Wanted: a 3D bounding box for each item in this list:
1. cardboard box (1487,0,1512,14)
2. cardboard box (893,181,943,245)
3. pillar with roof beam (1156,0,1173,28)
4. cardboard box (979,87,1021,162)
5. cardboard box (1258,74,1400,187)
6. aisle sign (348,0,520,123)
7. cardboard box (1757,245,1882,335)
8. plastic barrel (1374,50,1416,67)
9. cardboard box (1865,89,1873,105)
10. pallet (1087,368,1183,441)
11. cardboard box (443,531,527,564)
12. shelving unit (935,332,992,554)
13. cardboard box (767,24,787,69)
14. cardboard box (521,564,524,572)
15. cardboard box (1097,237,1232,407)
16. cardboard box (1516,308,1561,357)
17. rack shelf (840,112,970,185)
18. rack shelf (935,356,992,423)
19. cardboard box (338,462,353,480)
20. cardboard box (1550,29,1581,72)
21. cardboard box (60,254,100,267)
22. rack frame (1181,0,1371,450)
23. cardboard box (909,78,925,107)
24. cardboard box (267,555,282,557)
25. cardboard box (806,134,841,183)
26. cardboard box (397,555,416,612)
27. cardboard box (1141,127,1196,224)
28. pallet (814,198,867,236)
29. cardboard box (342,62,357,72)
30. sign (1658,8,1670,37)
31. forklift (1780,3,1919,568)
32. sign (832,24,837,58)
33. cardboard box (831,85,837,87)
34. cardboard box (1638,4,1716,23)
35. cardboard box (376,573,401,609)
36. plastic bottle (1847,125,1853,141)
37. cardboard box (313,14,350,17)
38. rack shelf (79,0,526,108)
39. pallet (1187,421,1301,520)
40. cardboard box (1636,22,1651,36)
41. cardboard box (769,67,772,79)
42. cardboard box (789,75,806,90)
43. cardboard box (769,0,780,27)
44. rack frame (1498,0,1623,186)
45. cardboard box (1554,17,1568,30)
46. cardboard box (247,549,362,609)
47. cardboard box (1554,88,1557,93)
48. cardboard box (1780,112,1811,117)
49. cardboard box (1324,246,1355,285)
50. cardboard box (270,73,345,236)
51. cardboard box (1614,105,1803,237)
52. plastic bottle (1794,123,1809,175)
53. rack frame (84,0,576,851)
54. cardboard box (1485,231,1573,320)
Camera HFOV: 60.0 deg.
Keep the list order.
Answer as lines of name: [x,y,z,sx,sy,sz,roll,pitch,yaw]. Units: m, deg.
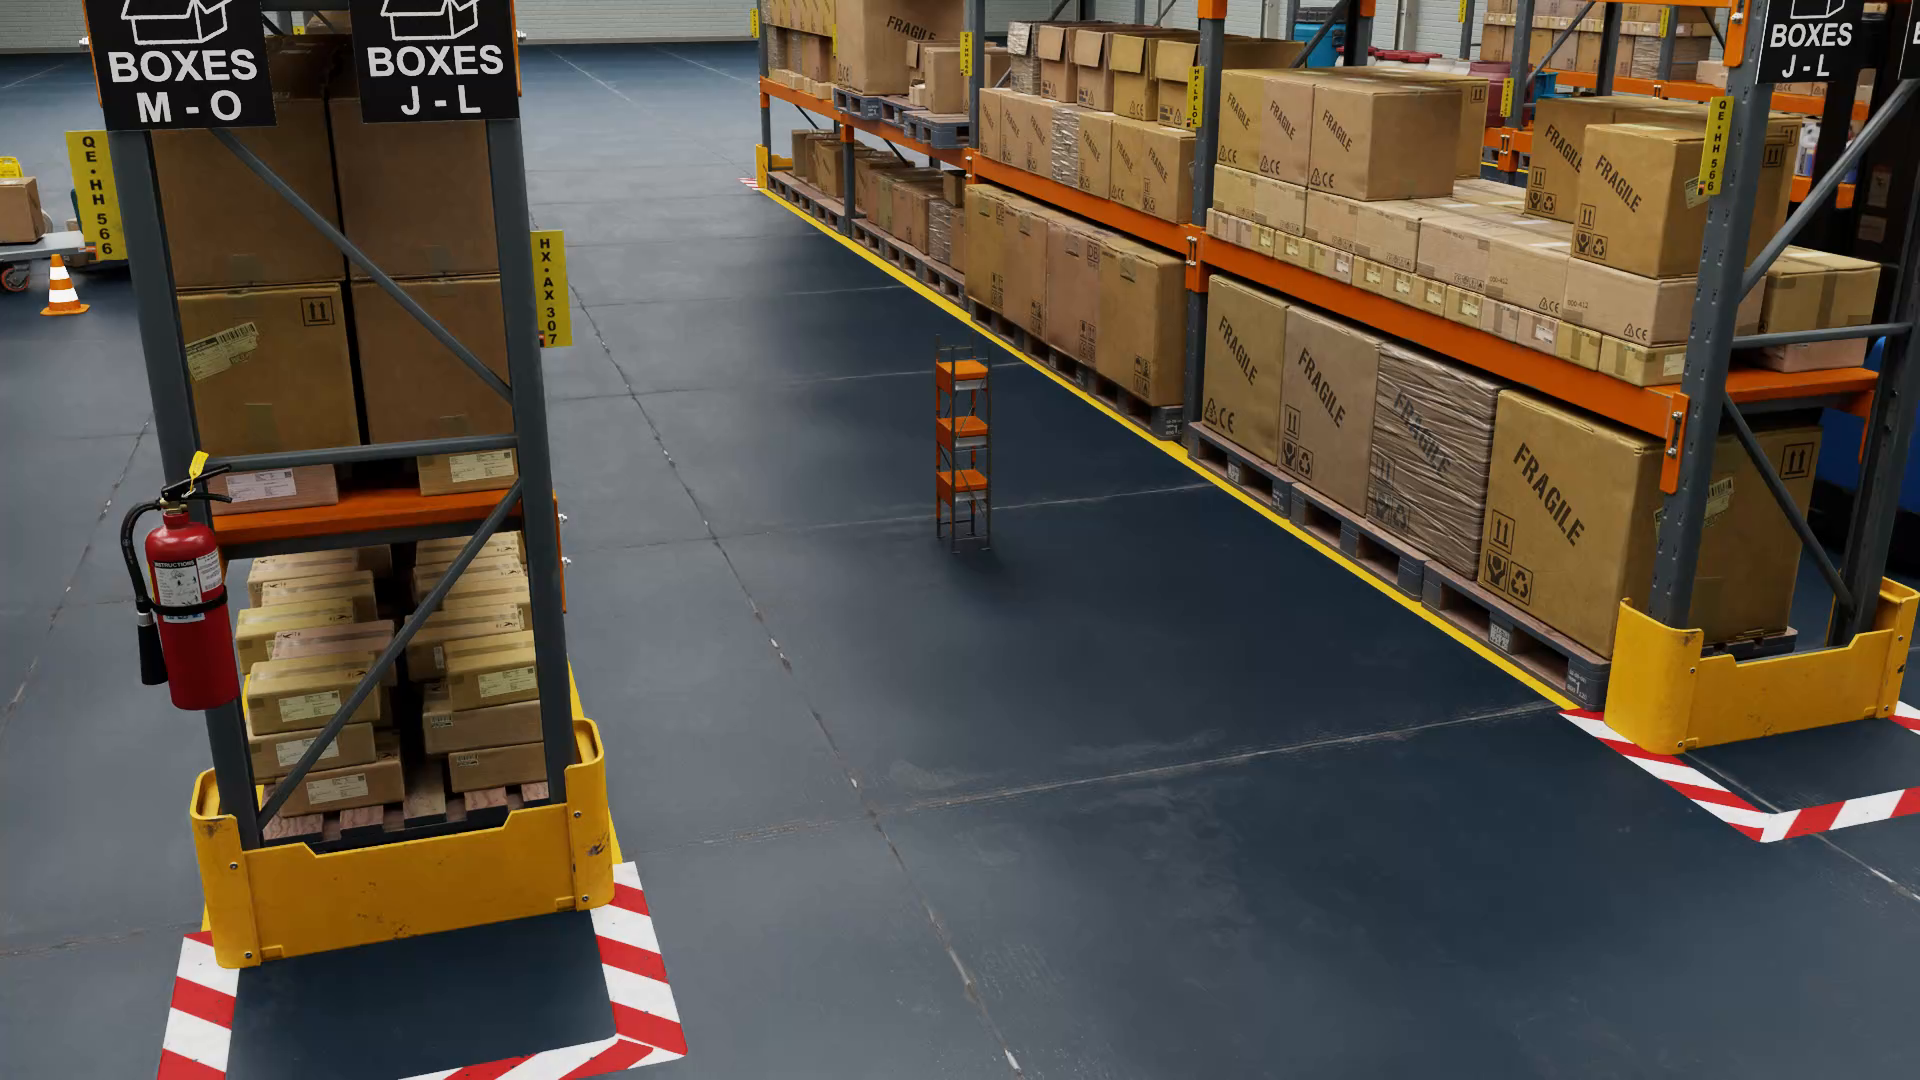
cardboard box: [7.606,-7.404,22.527,0.700,0.500,0.500,-6,21,-17]
cardboard box: [-0.213,-3.077,15.592,0.700,0.500,0.500,-8,21,-22]
pillar with roof beam: [1.567,-17.378,43.485,9.100,9.000,0.400,-6,21,-17]
cardboard box: [0.458,-3.159,12.625,0.500,0.500,0.500,-6,21,-16]
cardboard box: [1.876,-2.095,8.485,0.500,0.500,0.500,-6,21,-17]
aisle sign: [-1.355,-1.466,4.216,0.394,0.787,0.004,-6,21,-17]
cardboard box: [3.183,-0.981,6.493,0.500,0.250,0.500,-7,21,-19]
plastic barrel: [4.331,-4.604,16.597,0.433,0.535,0.433,0,20,0]
cardboard box: [9.424,-4.489,16.848,0.380,0.149,0.250,-6,21,-17]
pallet: [1.507,-0.940,10.721,1.003,0.211,1.213,-6,21,-17]
cardboard box: [-1.937,0.005,6.681,0.380,0.149,0.250,-6,21,-16]
shelving unit: [0.017,-0.477,8.191,0.215,1.050,0.252,-6,21,-17]
cardboard box: [-1.804,-5.871,19.737,0.875,0.500,0.500,-6,21,-17]
cardboard box: [-2.022,0.212,6.984,0.380,0.149,0.250,-6,21,-17]
cardboard box: [1.601,-1.414,10.437,1.225,0.875,0.875,-6,21,-17]
cardboard box: [2.492,-0.855,6.730,0.380,0.149,0.250,-6,21,-17]
rack shelf: [-0.065,-3.600,15.065,1.077,0.370,4.000,-6,21,-17]
rack shelf: [0.017,-0.734,8.099,0.215,0.259,0.240,-6,21,-17]
cardboard box: [-2.076,-0.275,5.116,0.380,0.149,0.250,-6,21,-17]
cardboard box: [8.078,-6.314,21.411,0.700,0.500,0.500,-6,21,-16]
cardboard box: [-8.320,-2.730,15.624,0.396,0.266,0.258,12,23,30]
rack frame: [1.821,-2.013,9.583,1.000,3.000,0.127,-6,21,-17]
cardboard box: [-0.217,-3.937,14.518,0.396,0.266,0.258,-7,21,-19]
cardboard box: [-2.615,0.129,6.775,0.380,0.149,0.250,-6,21,-17]
cardboard box: [-1.550,-4.495,19.569,0.500,0.500,0.500,-1,20,-3]
cardboard box: [-2.052,0.160,6.691,0.380,0.149,0.250,-5,20,-14]
cardboard box: [1.415,-2.181,9.903,0.500,0.500,0.500,-6,21,-17]
pallet: [-0.938,-3.479,17.791,1.003,0.211,1.213,-6,21,-17]
cardboard box: [-1.858,-1.395,5.796,0.500,0.500,0.500,-7,21,-18]
sign: [8.185,-6.017,19.332,0.100,0.325,0.005,-6,21,-17]
forklift: [4.617,-1.626,8.608,1.130,2.935,3.031,-7,21,-19]
sign: [-1.206,-4.927,16.417,0.100,0.325,0.005,-6,21,-17]
cardboard box: [-1.131,-4.667,17.345,0.380,0.149,0.250,-6,21,-17]
cardboard box: [8.566,-6.431,19.816,0.700,0.500,0.500,-6,21,-17]
cardboard box: [-2.509,0.265,6.837,0.380,0.149,0.250,-6,21,-16]
plastic bottle: [6.533,-2.932,12.315,0.061,0.283,0.133,-6,21,-17]
cardboard box: [-4.793,-3.955,13.364,0.700,0.500,0.500,-7,21,-18]
rack shelf: [-2.291,-1.950,6.034,1.077,0.370,4.000,-6,21,-17]
pallet: [1.986,-0.448,9.352,1.003,0.211,1.213,-6,21,-17]
cardboard box: [8.347,-6.128,19.932,0.380,0.149,0.250,-7,21,-18]
cardboard box: [-2.088,-5.629,20.021,0.380,0.149,0.250,-6,21,-17]
cardboard box: [-1.708,-5.137,18.653,0.380,0.149,0.250,-6,21,-17]
cardboard box: [-1.886,-6.155,19.047,0.500,0.500,0.500,-6,21,-17]
rack frame: [5.266,-3.823,14.622,1.000,3.000,0.127,-6,21,-17]
cardboard box: [7.856,-6.625,21.317,0.380,0.149,0.250,-6,21,-17]
cardboard box: [-2.454,0.160,6.250,0.380,0.149,0.250,-6,21,-15]
cardboard box: [7.906,-6.031,23.107,0.500,0.500,0.500,-6,21,-17]
cardboard box: [12.288,-6.153,24.435,0.500,0.311,0.500,-9,22,-23]
cardboard box: [2.006,-1.348,8.105,0.380,0.149,0.250,-6,21,-17]
cardboard box: [-2.202,-1.175,5.184,0.500,0.500,0.500,-7,21,-19]
cardboard box: [3.026,-1.495,6.813,0.500,0.500,0.500,-7,21,-19]
plastic bottle: [5.923,-2.776,11.781,0.144,0.351,0.185,-6,21,-17]
rack frame: [-1.662,-0.235,4.632,1.000,3.000,0.127,-6,21,-17]
cardboard box: [2.515,-1.089,6.792,0.500,0.250,0.500,-7,21,-18]
